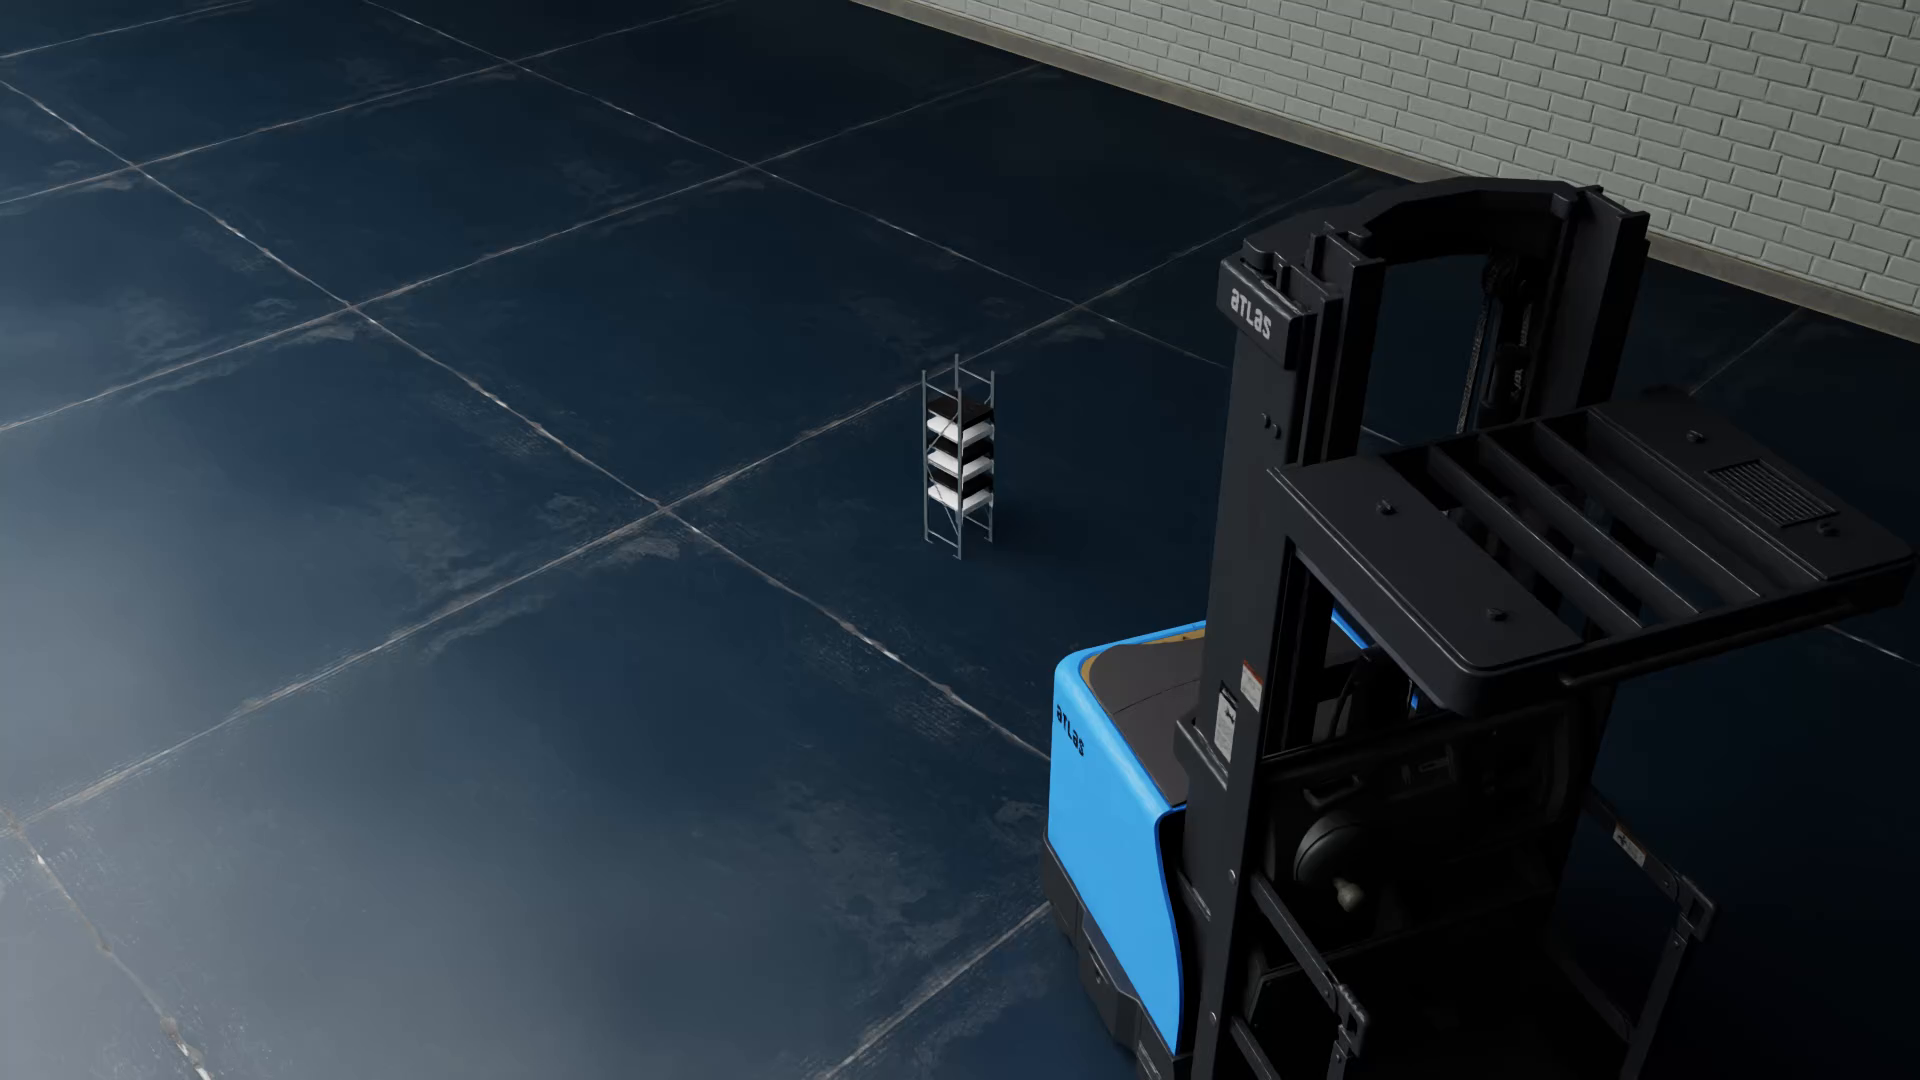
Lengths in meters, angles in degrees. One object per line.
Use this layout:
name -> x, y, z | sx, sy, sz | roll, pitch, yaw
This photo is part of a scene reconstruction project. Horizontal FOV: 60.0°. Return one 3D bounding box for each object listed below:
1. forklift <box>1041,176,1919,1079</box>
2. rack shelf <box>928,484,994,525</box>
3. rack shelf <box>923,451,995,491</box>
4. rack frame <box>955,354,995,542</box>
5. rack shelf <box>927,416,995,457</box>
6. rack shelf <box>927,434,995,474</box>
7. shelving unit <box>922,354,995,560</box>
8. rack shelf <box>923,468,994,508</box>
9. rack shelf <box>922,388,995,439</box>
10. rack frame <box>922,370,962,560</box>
forklift -> 1.282, 0.741, 4.126 | 1.130, 2.935, 3.031 | -12, 37, -17
rack shelf -> -0.006, -0.191, 7.610 | 0.258, 0.077, 0.200 | 30, 45, 35
rack shelf -> -0.006, -0.338, 7.507 | 0.258, 0.077, 0.200 | 30, 45, 35
rack frame -> 0.066, -0.407, 7.547 | 0.240, 0.900, 0.006 | 30, 45, 35
rack shelf -> -0.006, -0.486, 7.404 | 0.258, 0.077, 0.200 | 30, 45, 35
rack shelf -> -0.006, -0.412, 7.455 | 0.258, 0.077, 0.200 | 30, 45, 35
shelving unit -> -0.006, -0.366, 7.488 | 0.258, 0.900, 0.210 | 30, 45, 35
rack shelf -> -0.006, -0.265, 7.558 | 0.258, 0.077, 0.200 | 30, 45, 35
rack shelf -> -0.006, -0.560, 7.352 | 0.258, 0.077, 0.200 | 30, 45, 35
rack frame -> -0.077, -0.325, 7.429 | 0.240, 0.900, 0.006 | 30, 45, 35
